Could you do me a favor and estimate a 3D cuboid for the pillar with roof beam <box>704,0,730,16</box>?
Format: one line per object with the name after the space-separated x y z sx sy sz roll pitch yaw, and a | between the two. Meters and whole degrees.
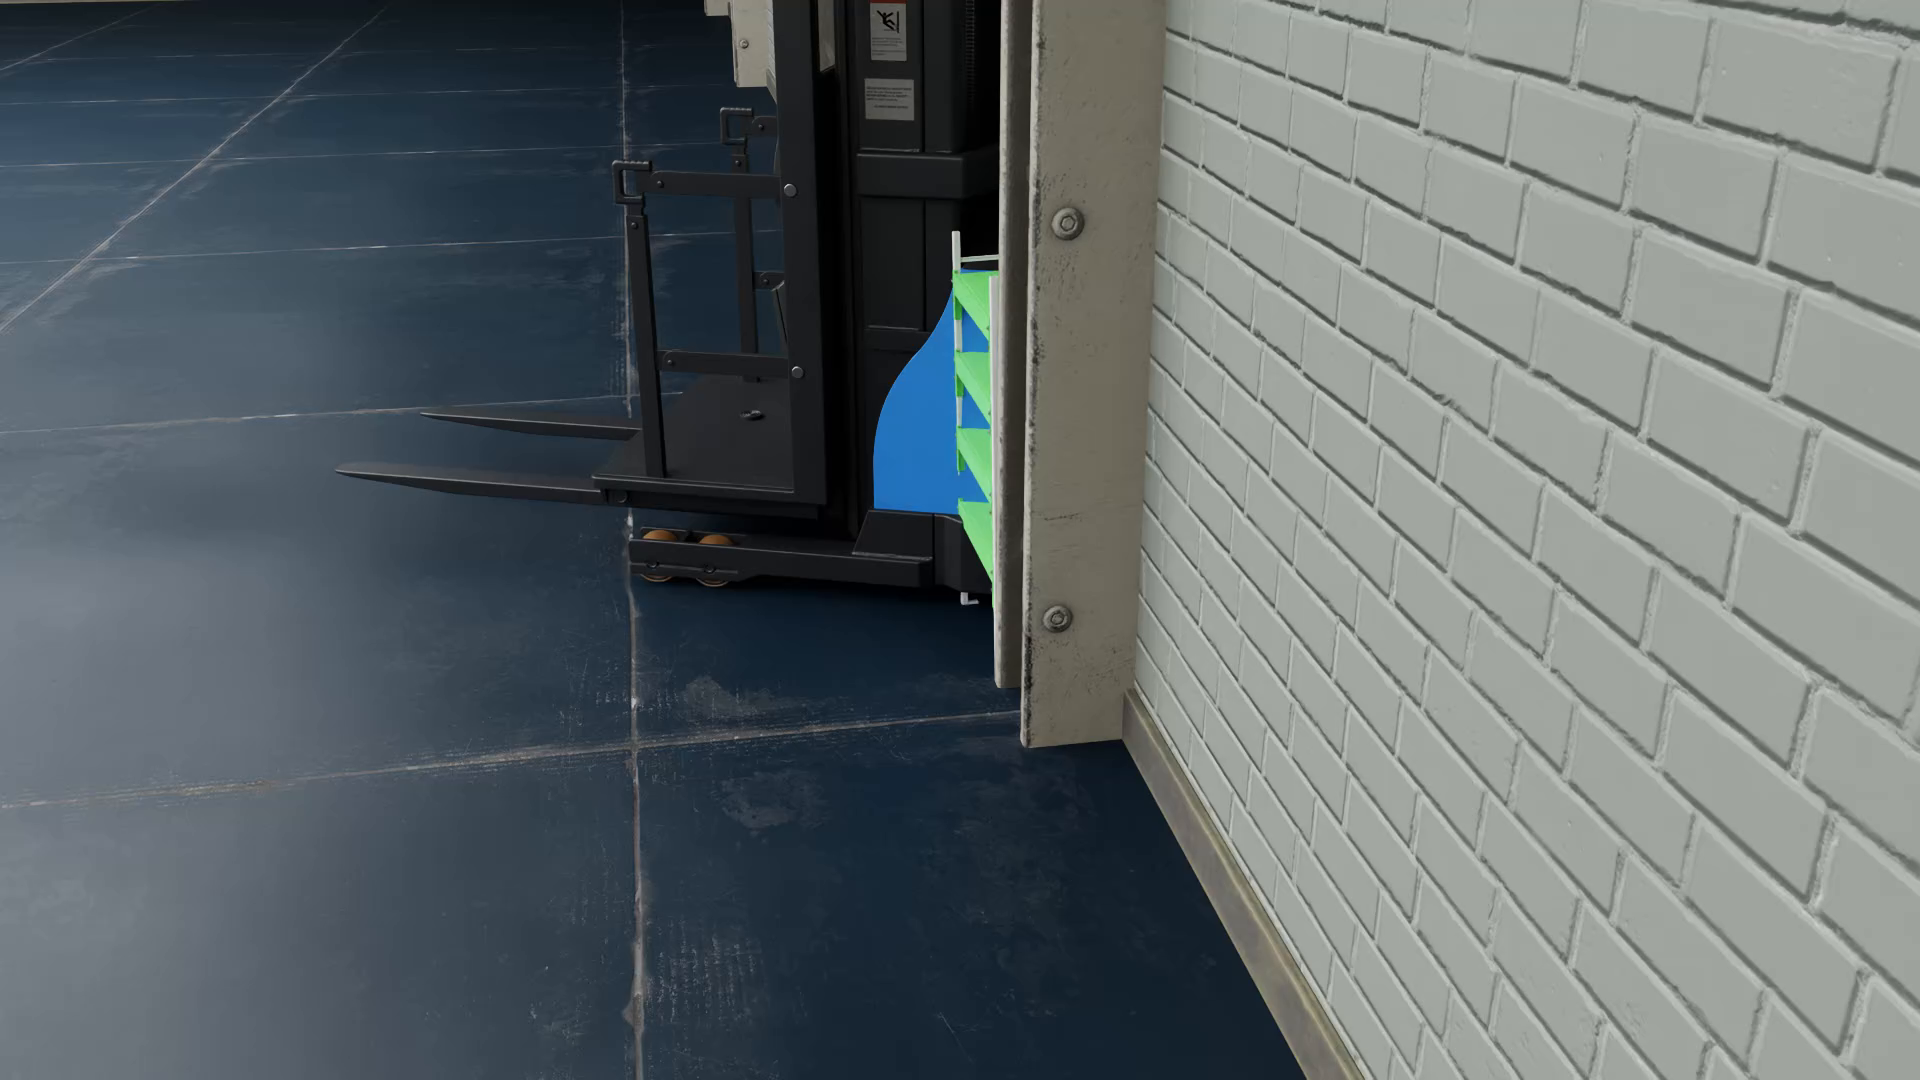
-7.271 -10.415 18.354 9.100 9.000 0.400 -4 24 -10 | pillar with roof beam

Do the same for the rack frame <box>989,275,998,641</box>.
0.208 -0.156 4.623 0.240 1.200 0.015 -6 25 -10 | rack frame

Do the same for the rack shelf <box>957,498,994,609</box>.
0.165 0.021 4.967 0.258 0.148 0.480 -6 25 -10 | rack shelf

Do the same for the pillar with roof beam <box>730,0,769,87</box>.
-6.162 -8.055 12.950 9.100 9.000 0.400 -4 24 -10 | pillar with roof beam

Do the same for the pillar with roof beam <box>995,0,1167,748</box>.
-3.943 -3.335 2.143 9.100 9.000 0.400 -4 24 -10 | pillar with roof beam

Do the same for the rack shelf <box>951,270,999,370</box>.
0.150 -0.633 4.666 0.258 0.148 0.480 -6 25 -10 | rack shelf

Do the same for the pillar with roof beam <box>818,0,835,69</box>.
-5.052 -5.695 7.547 9.100 9.000 0.400 -4 24 -10 | pillar with roof beam

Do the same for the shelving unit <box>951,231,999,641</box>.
0.159 -0.255 4.840 0.258 1.200 0.503 -6 25 -10 | shelving unit

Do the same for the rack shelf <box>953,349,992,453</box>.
0.155 -0.415 4.767 0.258 0.148 0.480 -6 25 -10 | rack shelf

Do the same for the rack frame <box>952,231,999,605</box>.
0.109 -0.354 5.058 0.240 1.200 0.015 -6 25 -10 | rack frame

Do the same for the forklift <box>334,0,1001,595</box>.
-0.614 -1.392 5.275 3.031 2.935 1.130 5 24 10 | forklift

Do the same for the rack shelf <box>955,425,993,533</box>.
0.160 -0.197 4.867 0.258 0.148 0.480 -6 25 -10 | rack shelf
